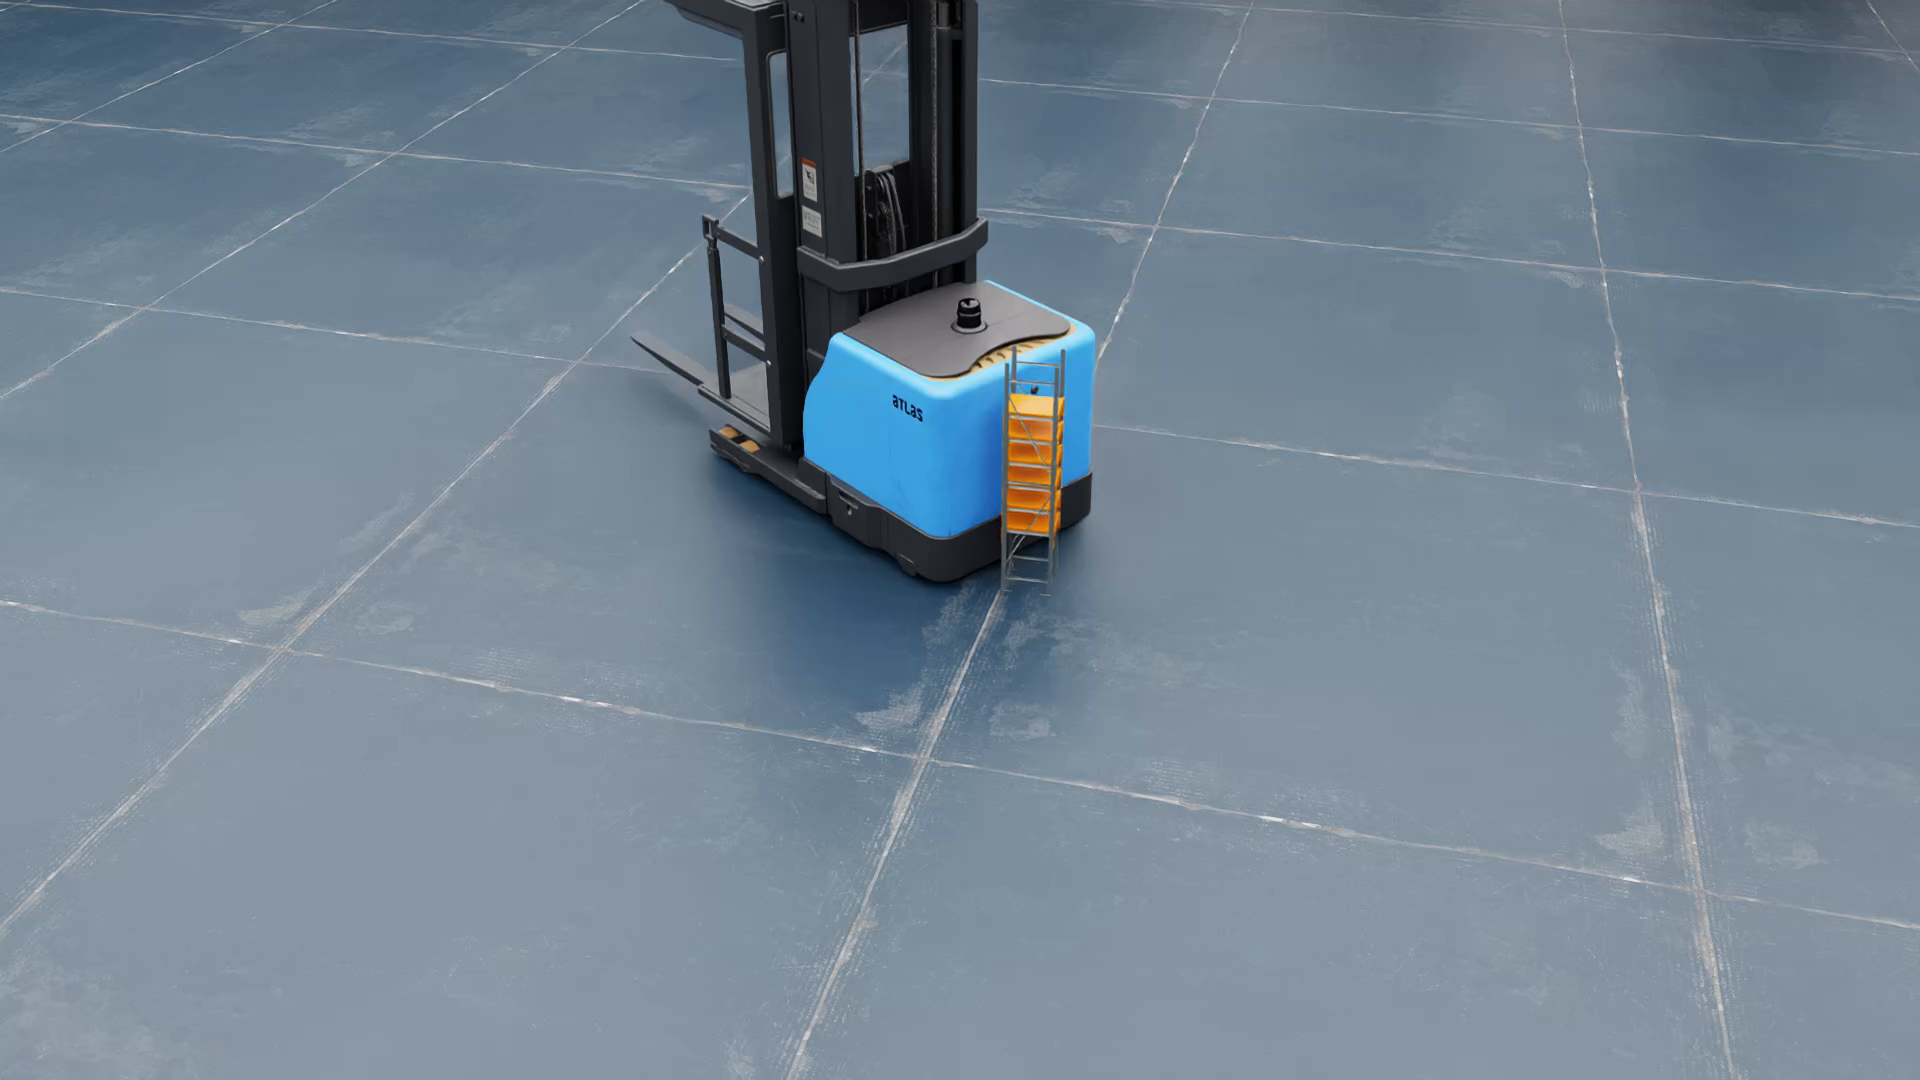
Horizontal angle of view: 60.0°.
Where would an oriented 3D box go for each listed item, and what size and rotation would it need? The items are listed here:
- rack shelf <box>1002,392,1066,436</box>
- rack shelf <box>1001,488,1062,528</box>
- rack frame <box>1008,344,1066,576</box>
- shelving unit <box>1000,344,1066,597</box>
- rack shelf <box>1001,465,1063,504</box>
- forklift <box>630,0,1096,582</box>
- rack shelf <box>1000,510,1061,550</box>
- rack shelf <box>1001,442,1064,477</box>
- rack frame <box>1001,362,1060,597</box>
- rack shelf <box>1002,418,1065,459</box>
[{"bbox_3d":[0.331,-0.566,7.433,0.258,0.103,0.180,6,33,10],"label":"rack shelf"},{"bbox_3d":[0.331,-0.161,7.691,0.258,0.103,0.180,6,33,10],"label":"rack shelf"},{"bbox_3d":[0.349,-0.347,7.678,0.240,1.200,0.006,6,33,10],"label":"rack frame"},{"bbox_3d":[0.331,-0.299,7.602,0.258,1.200,0.189,6,33,10],"label":"shelving unit"},{"bbox_3d":[0.331,-0.262,7.626,0.258,0.103,0.180,6,33,10],"label":"rack shelf"},{"bbox_3d":[-0.688,-1.754,8.277,1.130,2.935,3.031,-25,40,-34],"label":"forklift"},{"bbox_3d":[0.331,-0.059,7.755,0.258,0.103,0.180,6,33,10],"label":"rack shelf"},{"bbox_3d":[0.331,-0.363,7.562,0.258,0.103,0.180,6,33,10],"label":"rack shelf"},{"bbox_3d":[0.312,-0.251,7.527,0.240,1.200,0.006,6,33,10],"label":"rack frame"},{"bbox_3d":[0.331,-0.464,7.497,0.258,0.103,0.180,6,33,10],"label":"rack shelf"}]
